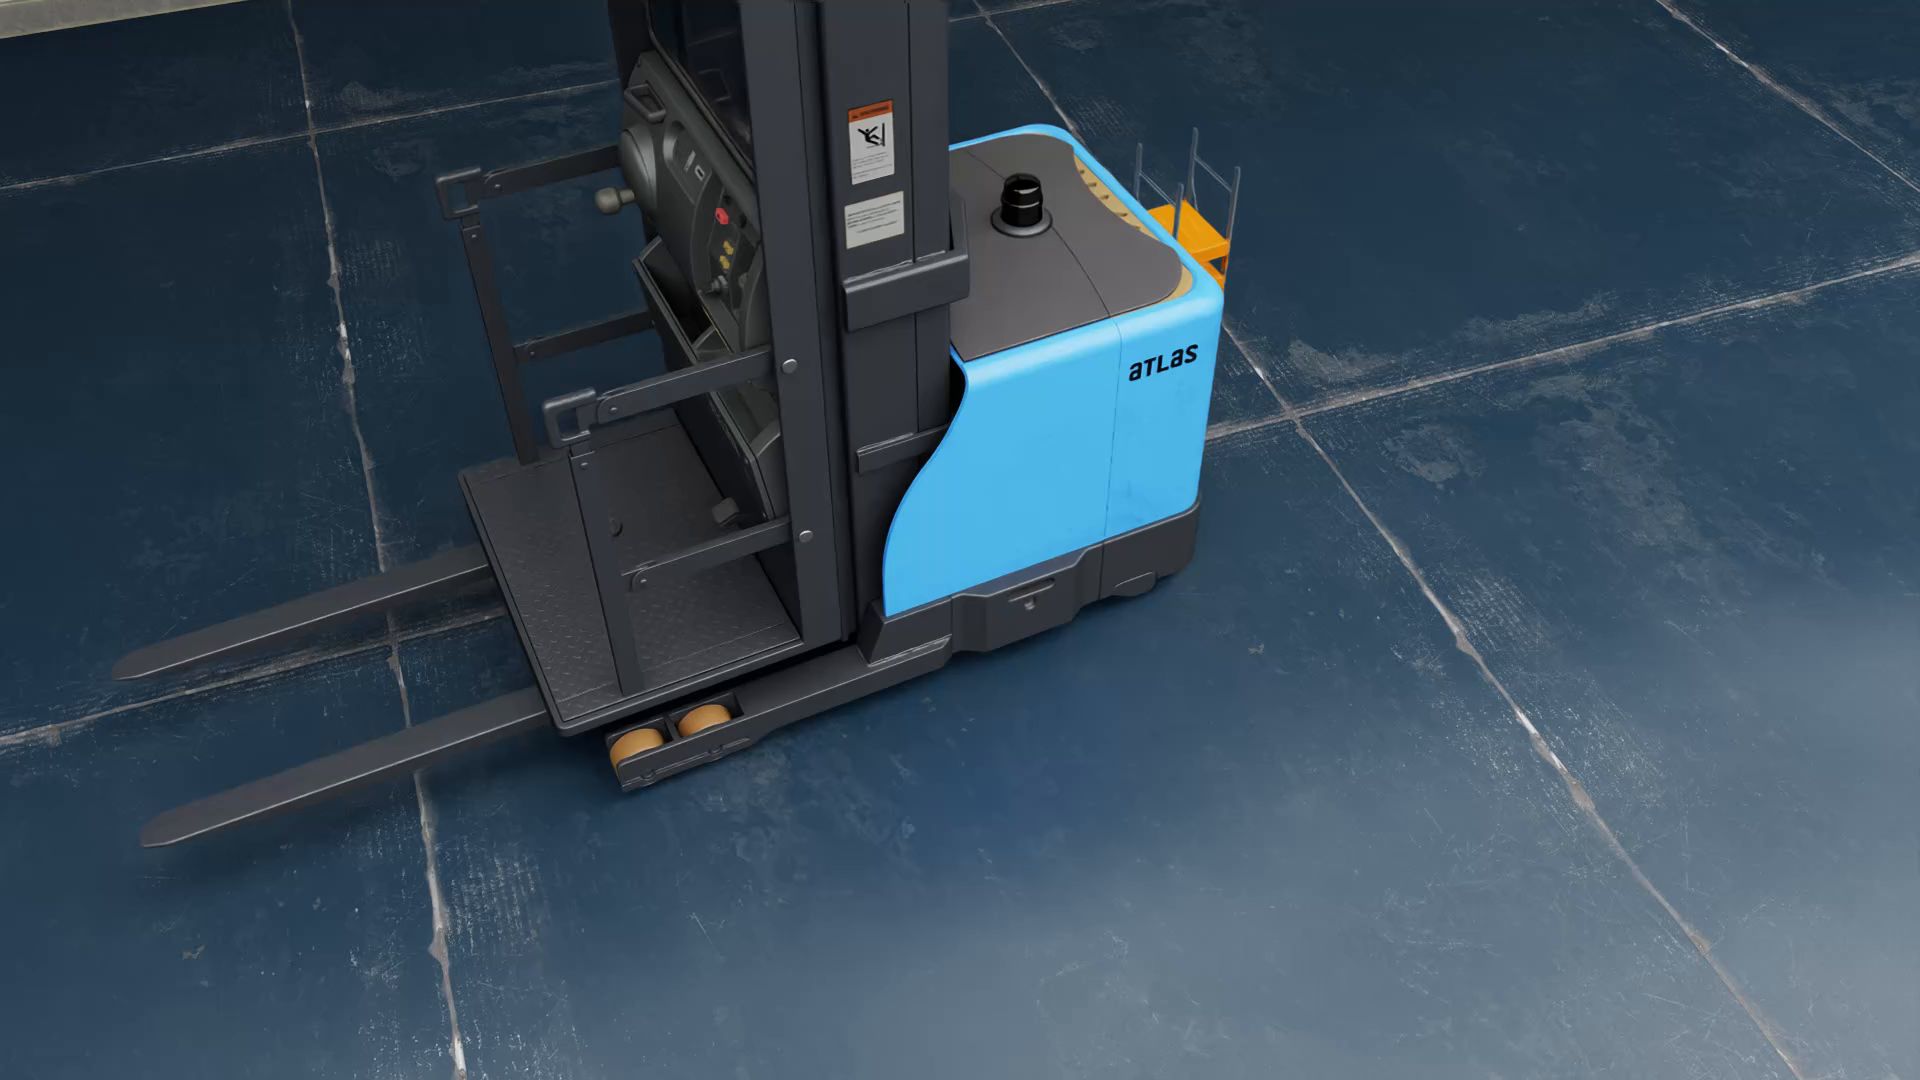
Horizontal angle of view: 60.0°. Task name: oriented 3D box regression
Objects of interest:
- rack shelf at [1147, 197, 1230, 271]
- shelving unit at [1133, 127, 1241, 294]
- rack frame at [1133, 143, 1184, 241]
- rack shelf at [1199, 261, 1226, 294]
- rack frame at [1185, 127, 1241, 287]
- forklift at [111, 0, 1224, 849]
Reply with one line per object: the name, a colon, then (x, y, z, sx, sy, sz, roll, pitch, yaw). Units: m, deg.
rack shelf: (0.635, -0.867, 4.821, 0.180, 0.103, 0.258, -19, 48, -18)
shelving unit: (0.635, -0.644, 5.045, 0.189, 1.200, 0.258, -19, 48, -18)
rack frame: (0.553, -0.616, 5.016, 0.006, 1.200, 0.240, -19, 48, -18)
rack shelf: (0.635, -0.782, 4.906, 0.180, 0.103, 0.258, -19, 48, -18)
rack frame: (0.718, -0.672, 5.073, 0.006, 1.200, 0.240, -19, 48, -18)
forklift: (-0.836, -0.786, 3.964, 3.031, 2.935, 1.130, -19, 48, -18)
